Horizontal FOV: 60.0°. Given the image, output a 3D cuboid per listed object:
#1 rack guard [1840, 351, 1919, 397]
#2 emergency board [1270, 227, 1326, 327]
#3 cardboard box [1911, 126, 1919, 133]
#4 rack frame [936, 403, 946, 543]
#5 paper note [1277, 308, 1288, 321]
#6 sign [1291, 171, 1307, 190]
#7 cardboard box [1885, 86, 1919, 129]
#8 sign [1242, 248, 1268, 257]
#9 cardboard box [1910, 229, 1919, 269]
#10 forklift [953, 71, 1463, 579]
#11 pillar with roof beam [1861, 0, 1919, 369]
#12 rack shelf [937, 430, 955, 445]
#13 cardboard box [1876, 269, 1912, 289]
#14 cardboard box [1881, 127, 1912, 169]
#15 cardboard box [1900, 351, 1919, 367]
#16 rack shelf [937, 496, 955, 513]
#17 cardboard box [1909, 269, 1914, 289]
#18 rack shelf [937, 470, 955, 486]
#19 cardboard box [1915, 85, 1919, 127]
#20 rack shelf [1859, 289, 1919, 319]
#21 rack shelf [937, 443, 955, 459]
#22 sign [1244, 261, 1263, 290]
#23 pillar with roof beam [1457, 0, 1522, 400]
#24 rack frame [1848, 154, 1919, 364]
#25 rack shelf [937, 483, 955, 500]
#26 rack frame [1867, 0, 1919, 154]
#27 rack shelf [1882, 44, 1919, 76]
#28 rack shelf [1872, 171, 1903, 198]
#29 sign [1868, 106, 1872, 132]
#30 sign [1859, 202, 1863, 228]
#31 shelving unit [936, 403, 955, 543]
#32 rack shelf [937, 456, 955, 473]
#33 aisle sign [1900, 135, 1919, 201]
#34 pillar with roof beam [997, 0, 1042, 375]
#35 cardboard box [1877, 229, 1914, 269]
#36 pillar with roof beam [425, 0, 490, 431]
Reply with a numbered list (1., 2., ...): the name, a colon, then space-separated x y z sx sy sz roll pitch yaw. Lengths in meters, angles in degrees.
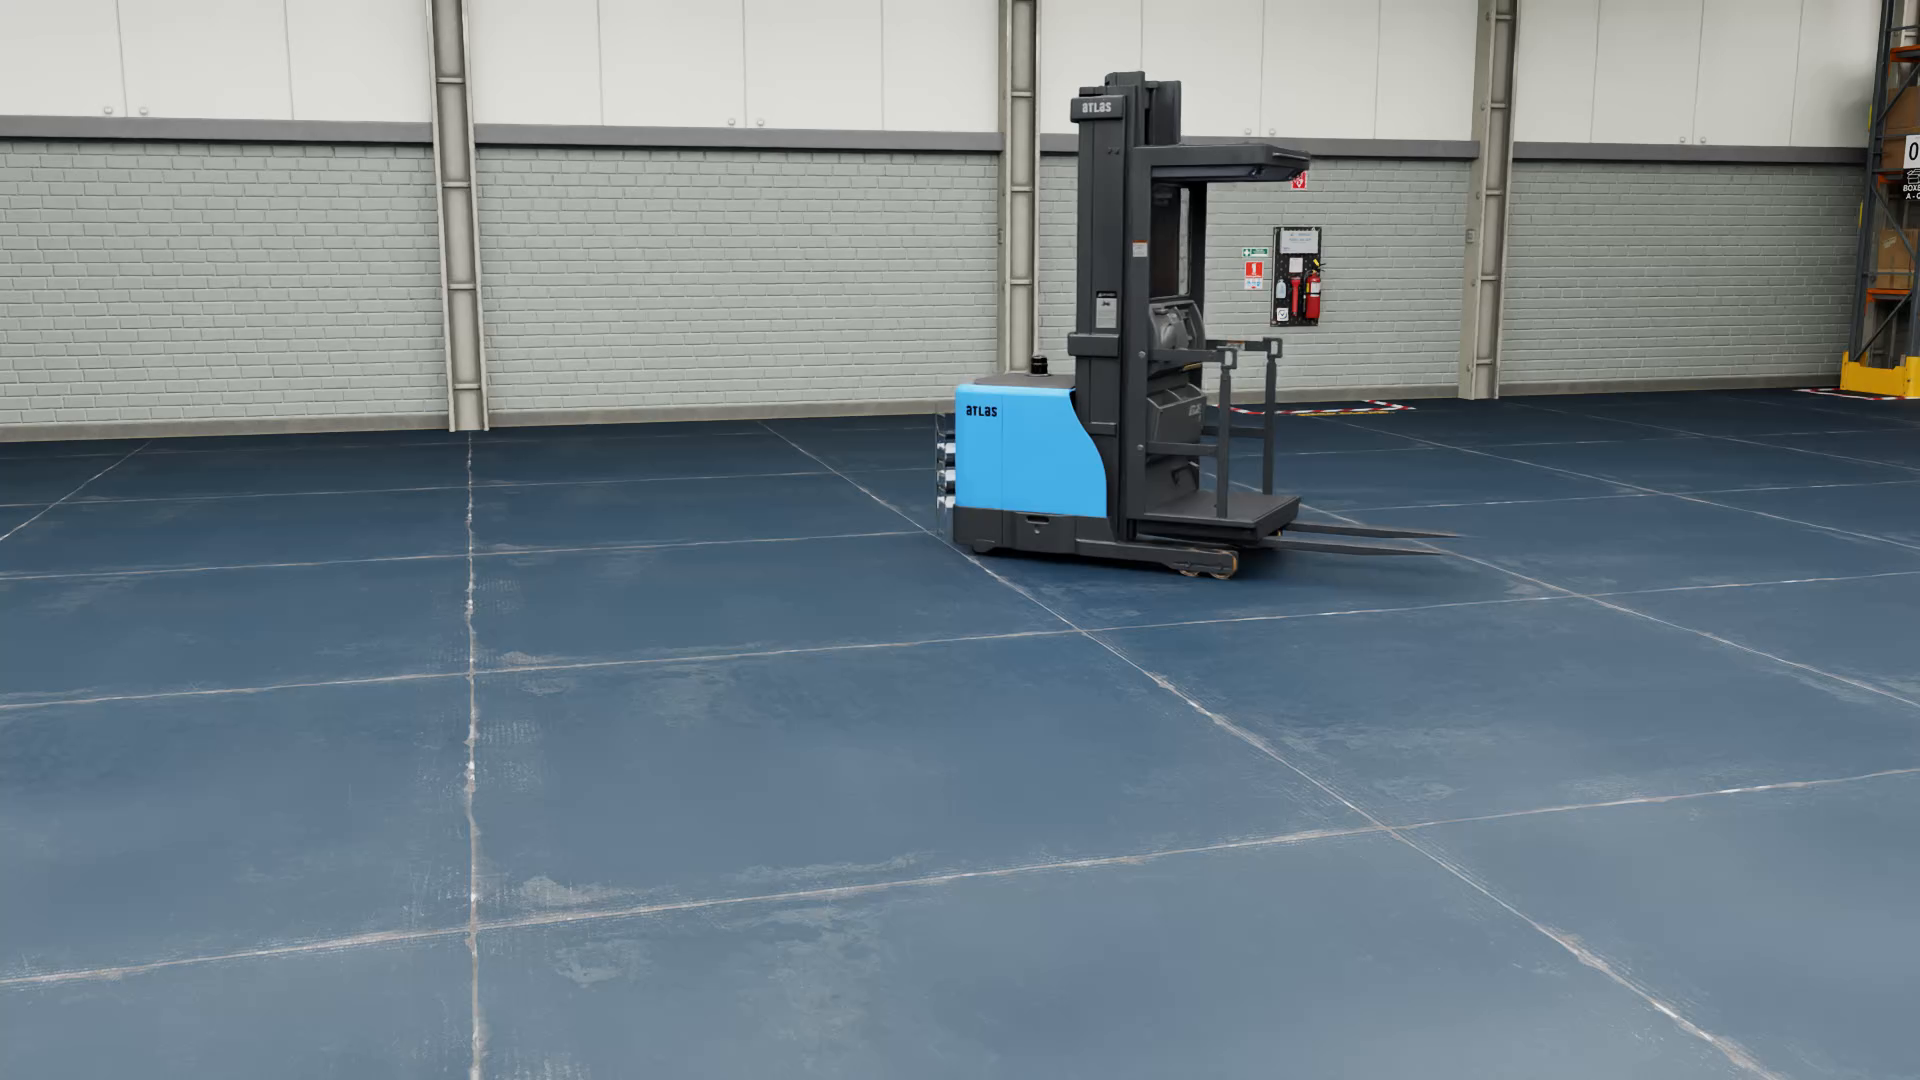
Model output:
1. rack guard: 11.818 -2.128 21.226 0.348 0.500 1.175 -3 11 -16
2. emergency board: 4.031 -3.117 19.695 0.643 1.169 0.194 -3 11 -16
3. cardboard box: 12.136 -4.861 20.552 0.500 0.500 0.500 -3 11 -14
4. rack frame: -0.128 -0.442 10.963 0.006 0.900 0.240 -3 11 -15
5. paper note: 3.842 -2.687 19.792 0.142 0.148 0.016 -3 11 -16
6. sign: 3.996 -4.274 19.577 0.199 0.298 0.001 -3 11 -16
7. cardboard box: 12.086 -5.447 20.971 0.500 0.500 0.500 -3 11 -13
8. sign: 3.478 -3.384 19.582 0.331 0.109 0.001 -3 11 -16
9. cardboard box: 12.287 -3.630 20.770 0.500 0.500 0.500 -3 11 -16
10. forklift: 1.512 -1.319 10.118 3.031 2.935 1.130 5 12 25
11. pillar with roof beam: 13.379 -5.742 17.380 0.400 9.000 9.100 -3 11 -16
12. rack shelf: -0.029 -0.680 10.946 0.200 0.077 0.258 -3 11 -15
13. cardboard box: 12.140 -3.347 21.302 0.500 0.250 0.500 -3 11 -15
14. cardboard box: 12.075 -4.953 21.050 0.500 0.500 0.500 -2 11 -12
15. cardboard box: 12.435 -2.267 21.287 0.500 0.311 0.500 -4 11 -22
16. rack shelf: -0.030 -0.237 11.028 0.200 0.077 0.258 -3 11 -15
17. cardboard box: 12.302 -3.259 20.825 0.500 0.250 0.500 -3 11 -18
18. rack shelf: -0.029 -0.414 10.995 0.200 0.077 0.258 -3 11 -15
19. cardboard box: 12.183 -5.357 20.482 0.500 0.500 0.500 -4 11 -20
20. rack shelf: 13.665 -3.101 21.594 4.000 0.370 1.077 -3 11 -16
21. rack shelf: -0.029 -0.591 10.963 0.200 0.077 0.258 -3 11 -15
22. sign: 3.471 -3.125 19.637 0.234 0.329 0.001 -3 11 -16
23. pillar with roof beam: 7.618 -5.438 15.730 0.400 9.000 9.100 -3 11 -16
24. rack frame: 11.745 -3.354 20.979 0.127 3.000 1.000 -3 11 -16
25. rack shelf: -0.030 -0.326 11.011 0.200 0.077 0.258 -3 11 -15
26. rack frame: 11.745 -6.304 20.435 0.127 3.000 1.000 -3 11 -16
27. rack shelf: 13.665 -6.050 21.051 4.000 0.370 1.077 -3 11 -16
28. rack shelf: 13.665 -4.576 21.322 4.000 0.370 1.077 -3 11 -16
29. sign: 11.609 -5.362 21.156 0.005 0.325 0.100 -3 11 -16
30. sign: 11.609 -4.176 21.375 0.005 0.325 0.100 -3 11 -16
31. shelving unit: -0.029 -0.447 10.989 0.210 0.900 0.258 -3 11 -15
32. rack shelf: -0.029 -0.503 10.979 0.200 0.077 0.258 -3 11 -15
33. aisle sign: 11.760 -4.576 20.440 0.004 0.787 0.394 -3 11 -16
34. pillar with roof beam: 1.857 -5.134 14.081 0.400 9.000 9.100 -3 11 -16
35. cardboard box: 12.138 -3.719 21.253 0.500 0.500 0.500 -3 11 -17
36. pillar with roof beam: -3.904 -4.831 12.432 0.400 9.000 9.100 -3 11 -16
